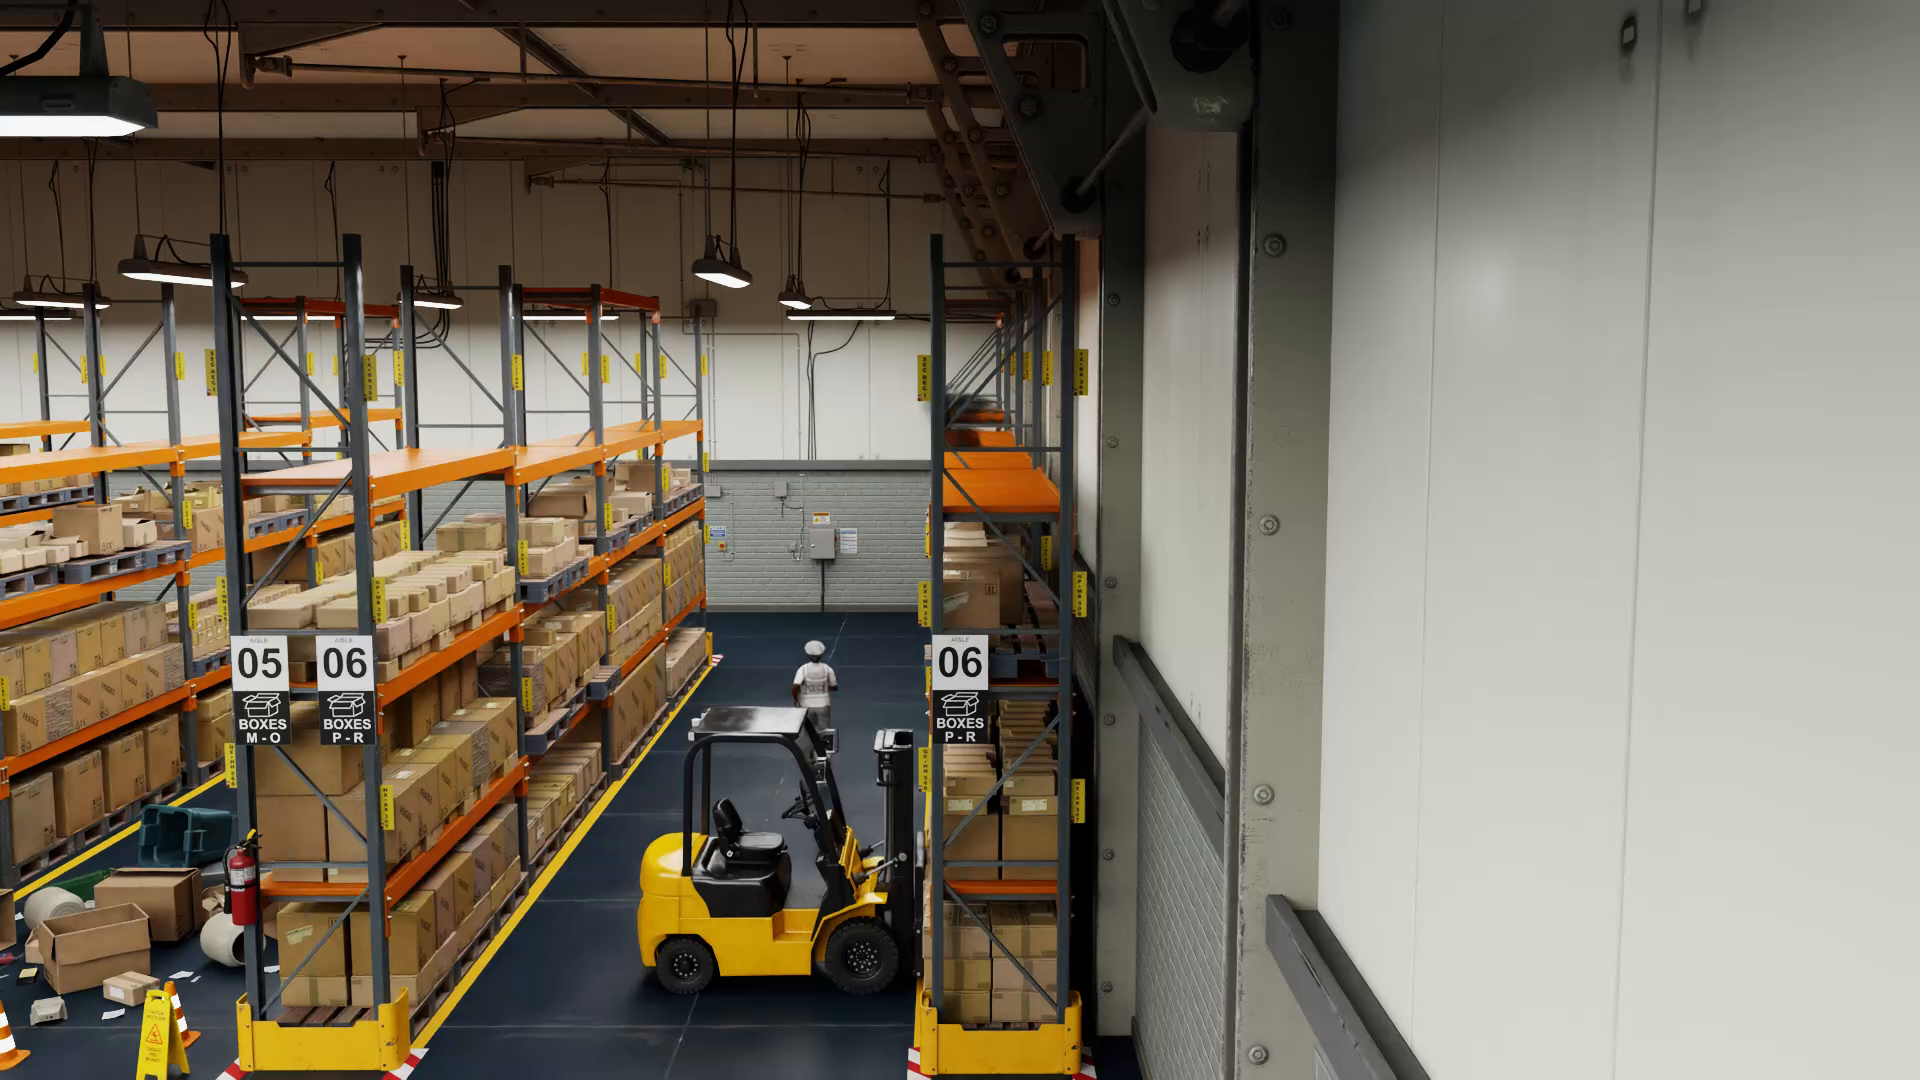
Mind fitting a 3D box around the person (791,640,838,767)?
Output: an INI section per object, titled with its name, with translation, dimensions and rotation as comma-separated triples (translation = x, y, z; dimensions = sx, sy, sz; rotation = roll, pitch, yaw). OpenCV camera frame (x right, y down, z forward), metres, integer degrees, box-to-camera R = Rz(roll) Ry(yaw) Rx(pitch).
[person]
translation = -1.793, 2.066, 20.485
dimensions = 0.592, 1.666, 0.866
rotation = -1, 6, -11
